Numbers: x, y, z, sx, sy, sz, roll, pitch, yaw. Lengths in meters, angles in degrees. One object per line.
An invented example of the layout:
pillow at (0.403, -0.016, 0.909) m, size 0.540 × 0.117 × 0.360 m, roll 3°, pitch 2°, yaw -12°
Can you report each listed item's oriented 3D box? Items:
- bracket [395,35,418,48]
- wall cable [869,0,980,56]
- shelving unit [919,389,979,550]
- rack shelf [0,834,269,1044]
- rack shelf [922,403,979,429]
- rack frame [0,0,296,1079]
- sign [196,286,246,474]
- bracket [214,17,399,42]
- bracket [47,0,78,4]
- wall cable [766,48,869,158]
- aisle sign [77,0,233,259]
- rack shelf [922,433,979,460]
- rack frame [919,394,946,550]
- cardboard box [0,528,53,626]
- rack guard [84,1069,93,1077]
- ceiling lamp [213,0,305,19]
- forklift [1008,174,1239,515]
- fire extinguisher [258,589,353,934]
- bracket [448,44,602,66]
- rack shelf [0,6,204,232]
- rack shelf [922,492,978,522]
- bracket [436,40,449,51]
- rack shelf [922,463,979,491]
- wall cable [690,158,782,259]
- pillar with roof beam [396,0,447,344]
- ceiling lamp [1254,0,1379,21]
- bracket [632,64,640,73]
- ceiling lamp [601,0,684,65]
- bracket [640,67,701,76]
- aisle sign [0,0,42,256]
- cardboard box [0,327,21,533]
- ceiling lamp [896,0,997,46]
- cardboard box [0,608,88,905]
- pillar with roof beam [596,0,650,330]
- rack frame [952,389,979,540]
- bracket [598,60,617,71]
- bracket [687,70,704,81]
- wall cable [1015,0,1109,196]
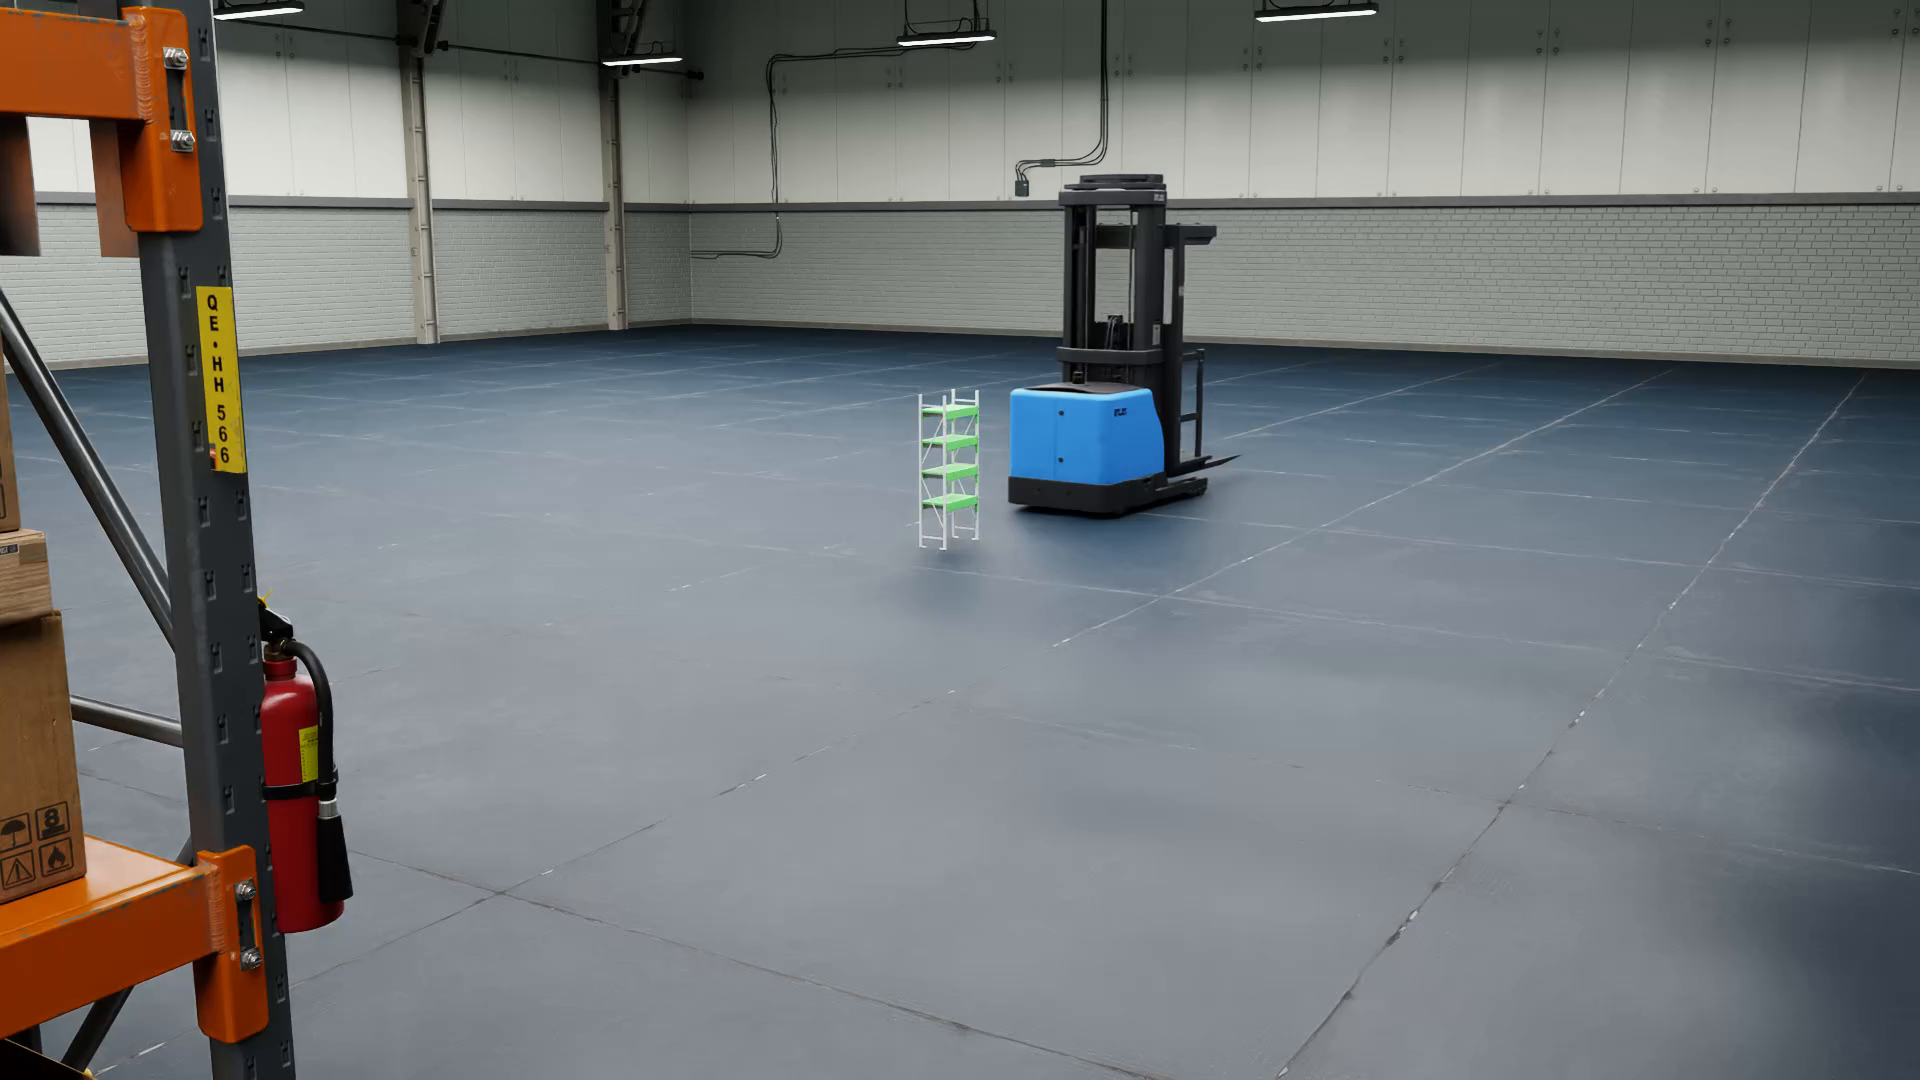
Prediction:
bracket at (-11.524, -10.388, 34.619) m, size 0.235 × 0.232 × 0.430 m, roll 6°, pitch 12°, yaw 31°
wall cable at (-0.880, -12.636, 38.763) m, size 3.097 × 2.526 × 0.112 m, roll 6°, pitch 12°, yaw 31°
shelving unit at (-0.086, -0.564, 13.119) m, size 0.258 × 1.200 × 0.503 m, roll 6°, pitch 12°, yaw 31°
rack shelf at (-2.800, 1.018, 1.736) m, size 1.077 × 0.370 × 4.000 m, roll 6°, pitch 12°, yaw 31°
rack shelf at (-0.086, -0.973, 13.043) m, size 0.258 × 0.148 × 0.480 m, roll 6°, pitch 12°, yaw 31°
rack frame at (-1.759, 0.350, 3.348) m, size 0.949 × 2.616 × 0.053 m, roll 6°, pitch 12°, yaw 31°
sign at (-1.305, -0.282, 2.933) m, size 0.100 × 0.325 × 0.005 m, roll 6°, pitch 12°, yaw 31°
bracket at (-12.861, -9.983, 32.454) m, size 0.076 × 0.066 × 4.783 m, roll 6°, pitch 12°, yaw 31°
bracket at (-15.977, -9.039, 27.414) m, size 0.076 × 0.066 × 4.783 m, roll 6°, pitch 12°, yaw 31°
wall cable at (-3.525, -10.696, 40.761) m, size 3.097 × 2.526 × 0.112 m, roll 6°, pitch 12°, yaw 31°
aisle sign at (-1.476, -0.910, 3.016) m, size 0.394 × 0.787 × 0.004 m, roll 6°, pitch 12°, yaw 31°
rack shelf at (-0.086, -0.737, 13.087) m, size 0.258 × 0.148 × 0.480 m, roll 6°, pitch 12°, yaw 31°
rack frame at (-0.213, -0.525, 12.914) m, size 0.240 × 1.200 × 0.015 m, roll 6°, pitch 12°, yaw 31°
cardboard box at (-1.797, 0.060, 2.862) m, size 0.380 × 0.149 × 0.250 m, roll 6°, pitch 12°, yaw 30°
rack guard at (-1.749, 1.575, 3.600) m, size 1.175 × 0.500 × 0.348 m, roll 6°, pitch 12°, yaw 31°
ceiling lamp at (-11.173, -10.036, 26.660) m, size 2.000 × 3.185 × 0.800 m, roll 6°, pitch 12°, yaw 31°
forklift at (1.673, -1.878, 15.434) m, size 1.130 × 2.935 × 3.031 m, roll 7°, pitch 13°, yaw 34°
fire extinguisher at (-1.303, 0.413, 3.219) m, size 0.296 × 0.674 × 0.183 m, roll 6°, pitch 12°, yaw 31°
bracket at (-9.746, -10.926, 37.495) m, size 0.076 × 0.066 × 4.783 m, roll 6°, pitch 12°, yaw 31°
rack shelf at (-2.800, -0.457, 1.460) m, size 1.077 × 0.370 × 4.000 m, roll 6°, pitch 12°, yaw 31°
rack shelf at (-0.086, -0.265, 13.175) m, size 0.258 × 0.148 × 0.480 m, roll 6°, pitch 12°, yaw 31°
bracket at (-11.093, -10.518, 35.316) m, size 0.235 × 0.232 × 0.430 m, roll 6°, pitch 12°, yaw 31°
rack shelf at (-0.086, -0.501, 13.131) m, size 0.258 × 0.148 × 0.480 m, roll 6°, pitch 12°, yaw 31°
wall cable at (-5.837, -8.472, 42.606) m, size 3.097 × 2.526 × 0.112 m, roll 6°, pitch 12°, yaw 31°
pillar with roof beam at (-7.932, -8.306, 33.283) m, size 9.100 × 9.000 × 0.548 m, roll 6°, pitch 12°, yaw 31°
ceiling lamp at (5.906, -10.088, 26.939) m, size 2.000 × 3.185 × 0.800 m, roll 6°, pitch 12°, yaw 31°
bracket at (-7.978, -11.462, 40.356) m, size 0.235 × 0.232 × 0.430 m, roll 6°, pitch 12°, yaw 31°
ceiling lamp at (-6.444, -11.469, 34.313) m, size 2.000 × 3.185 × 0.800 m, roll 6°, pitch 12°, yaw 31°
bracket at (-7.054, -11.742, 41.851) m, size 0.076 × 0.066 × 3.189 m, roll 6°, pitch 12°, yaw 31°
aisle sign at (-1.989, -0.968, 3.322) m, size 0.394 × 0.787 × 0.004 m, roll 6°, pitch 12°, yaw 31°
cardboard box at (-2.042, -0.257, 2.791) m, size 0.700 × 0.500 × 0.500 m, roll 6°, pitch 12°, yaw 31°
ceiling lamp at (-0.128, -10.763, 30.542) m, size 2.000 × 3.185 × 0.800 m, roll 6°, pitch 12°, yaw 31°
cardboard box at (-2.015, 0.373, 2.955) m, size 0.700 × 0.500 × 0.500 m, roll 6°, pitch 12°, yaw 31°
pillar with roof beam at (-4.817, -9.250, 38.323) m, size 9.100 × 9.000 × 0.548 m, roll 6°, pitch 12°, yaw 31°
rack frame at (0.041, -0.602, 13.324) m, size 0.240 × 1.200 × 0.015 m, roll 6°, pitch 12°, yaw 31°
bracket at (-8.409, -11.331, 39.659) m, size 0.235 × 0.232 × 0.430 m, roll 6°, pitch 12°, yaw 31°
bracket at (-6.747, -11.835, 42.347) m, size 0.235 × 0.232 × 0.430 m, roll 6°, pitch 12°, yaw 31°
wall cable at (2.268, -10.760, 37.149) m, size 2.305 × 6.003 × 0.169 m, roll 6°, pitch 12°, yaw 31°
